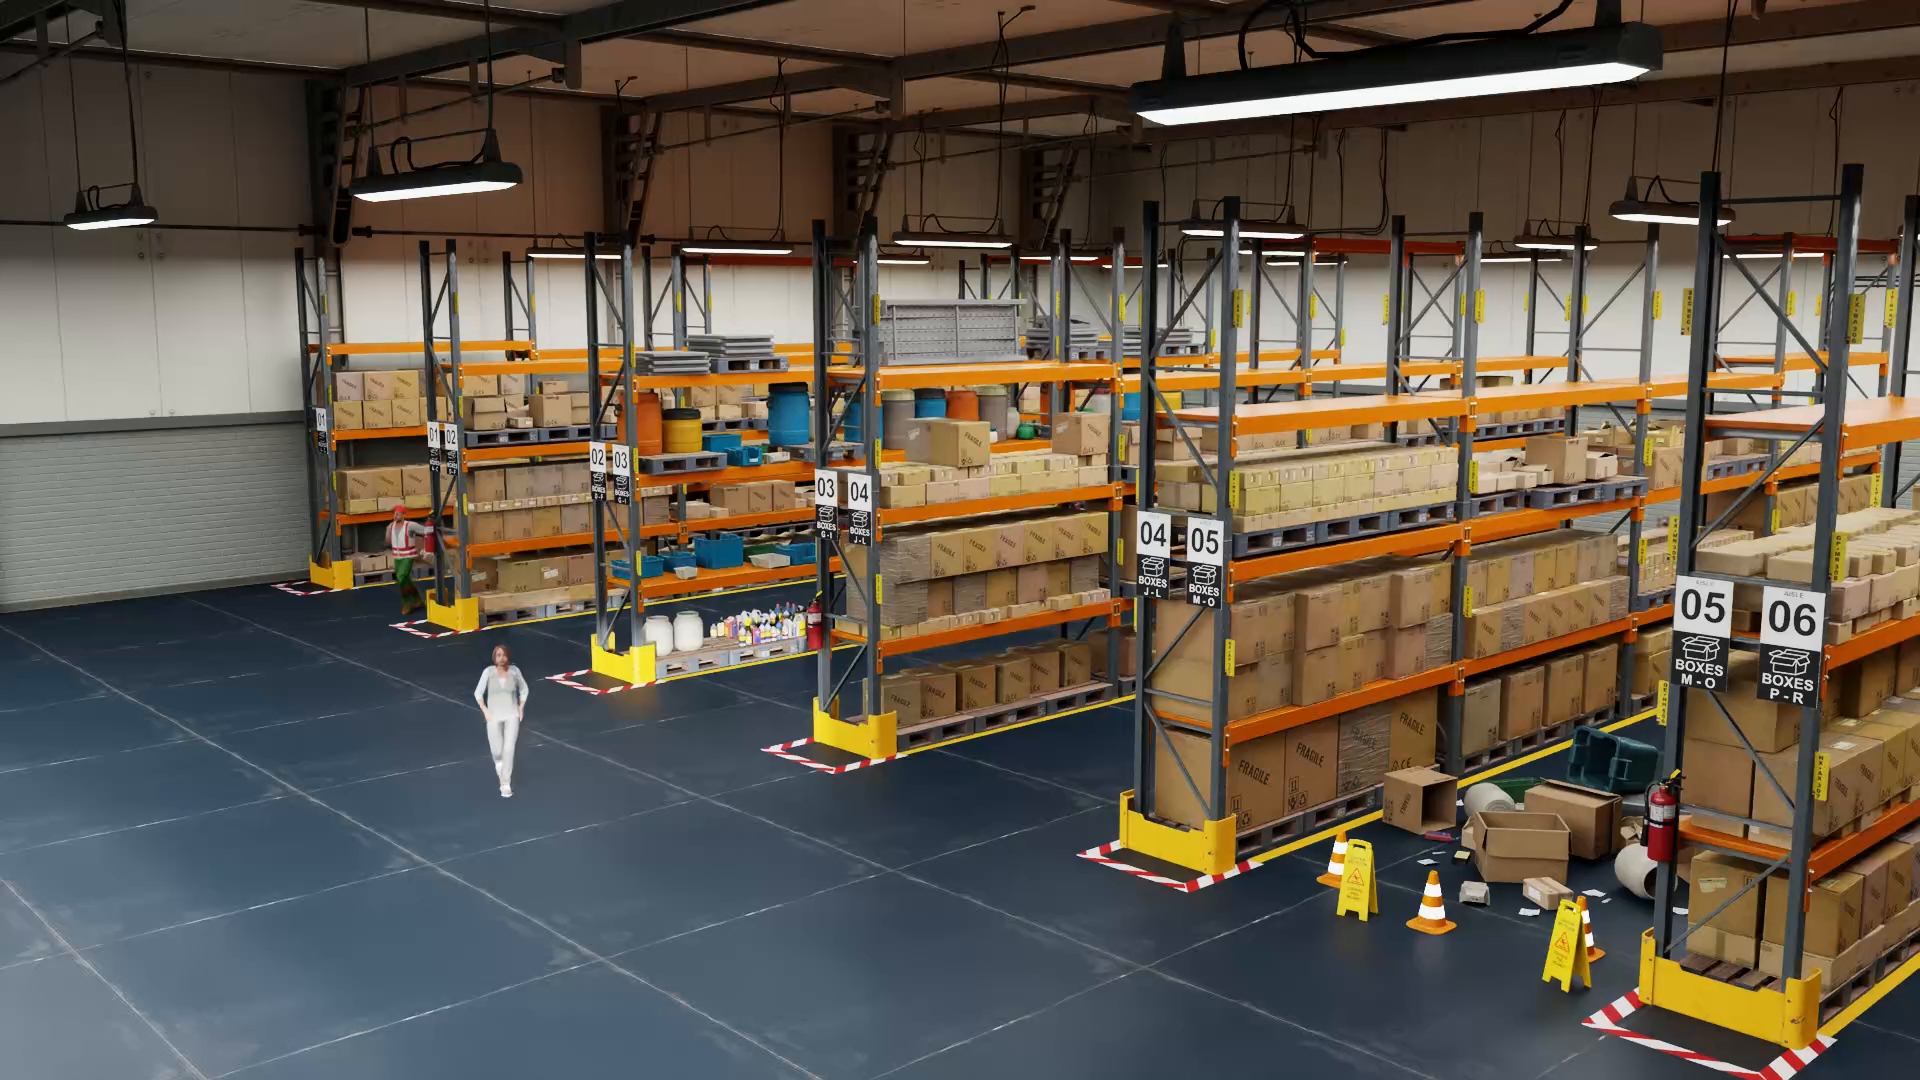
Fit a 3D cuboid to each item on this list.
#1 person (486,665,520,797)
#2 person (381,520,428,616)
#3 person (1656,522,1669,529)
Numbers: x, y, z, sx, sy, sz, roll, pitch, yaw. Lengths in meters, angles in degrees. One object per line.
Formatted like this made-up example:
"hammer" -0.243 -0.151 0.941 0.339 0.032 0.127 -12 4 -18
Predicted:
"person" -4.790 1.967 17.458 0.345 1.358 0.638 -2 9 -16
"person" -9.042 0.430 27.230 0.516 1.570 0.827 3 9 20
"person" 10.991 0.448 25.923 0.865 1.582 0.673 -5 10 -31
